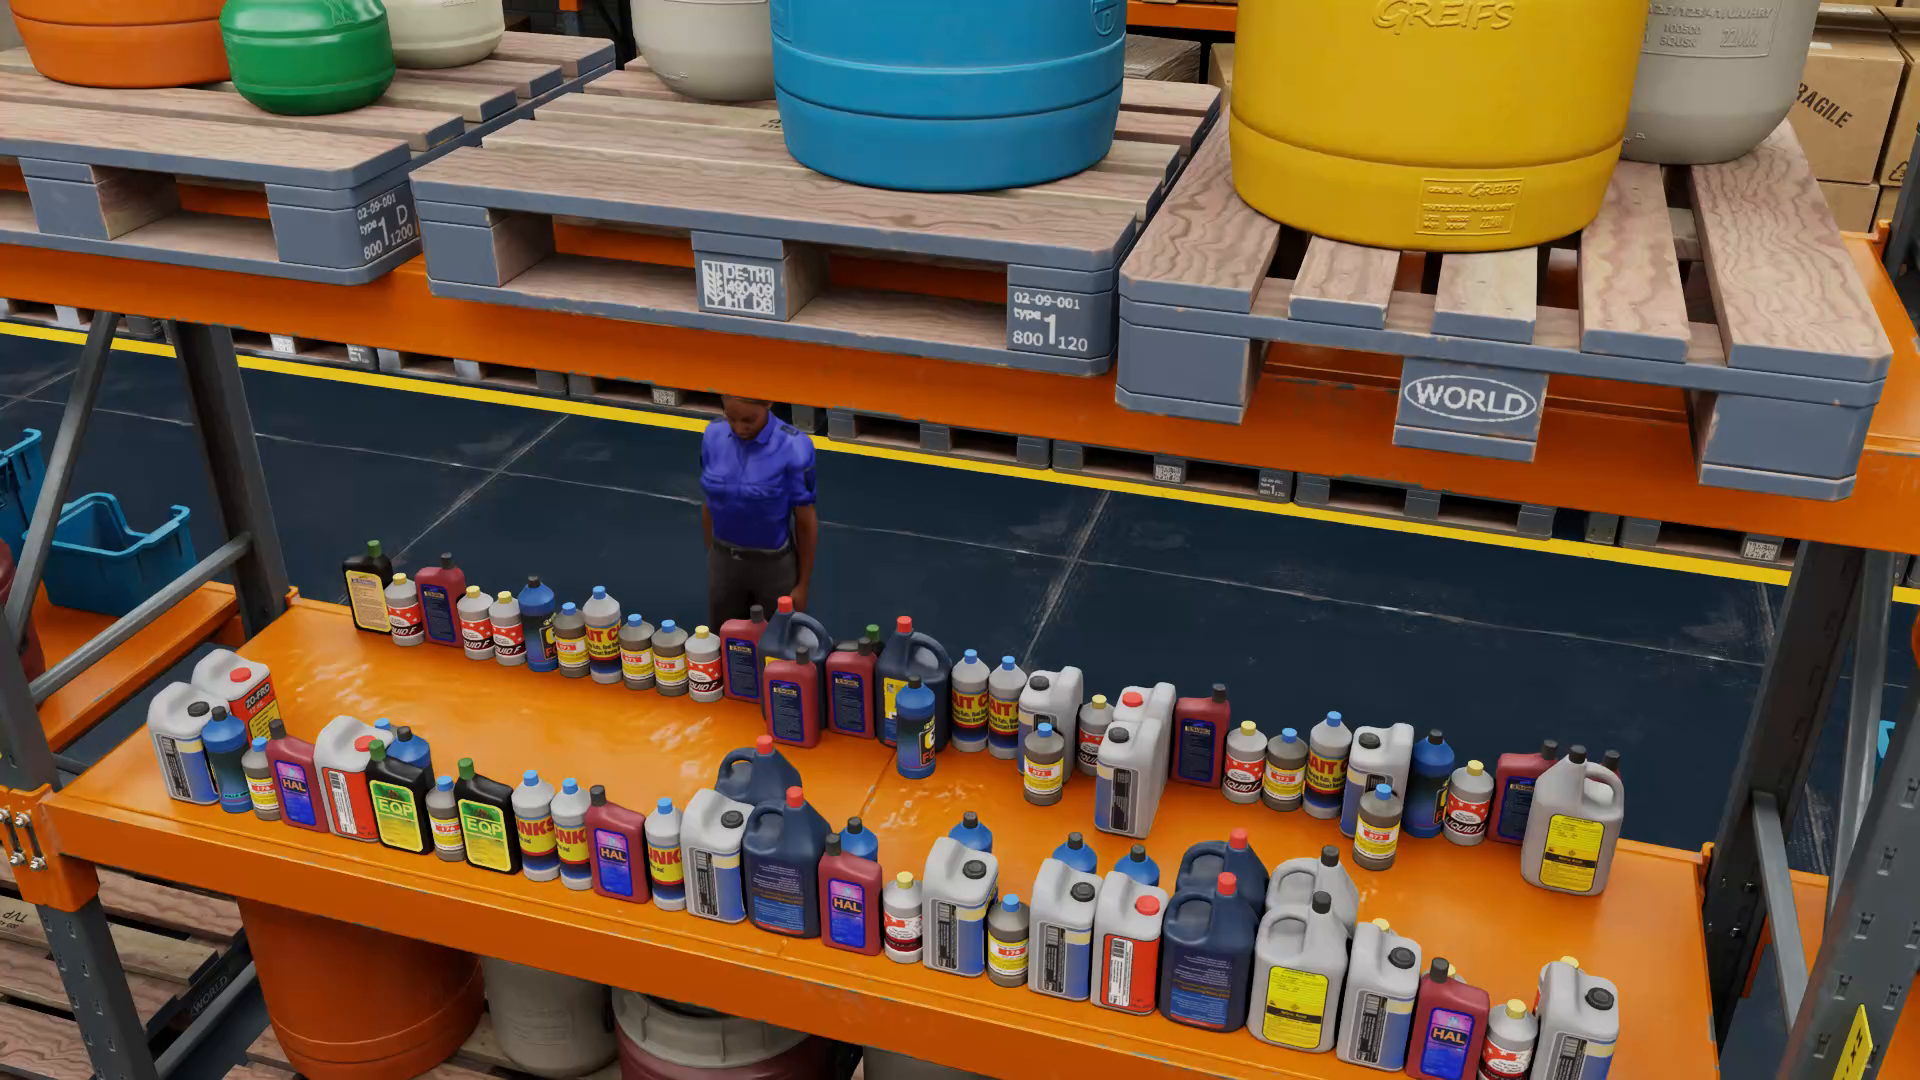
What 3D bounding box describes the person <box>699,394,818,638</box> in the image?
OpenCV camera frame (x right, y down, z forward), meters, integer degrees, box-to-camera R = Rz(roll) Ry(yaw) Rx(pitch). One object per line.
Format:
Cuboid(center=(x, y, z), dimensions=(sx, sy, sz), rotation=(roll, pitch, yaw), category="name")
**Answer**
Cuboid(center=(-0.707, 0.126, 5.932), dimensions=(0.443, 1.642, 0.319), rotation=(9, 31, 16), category="person")
